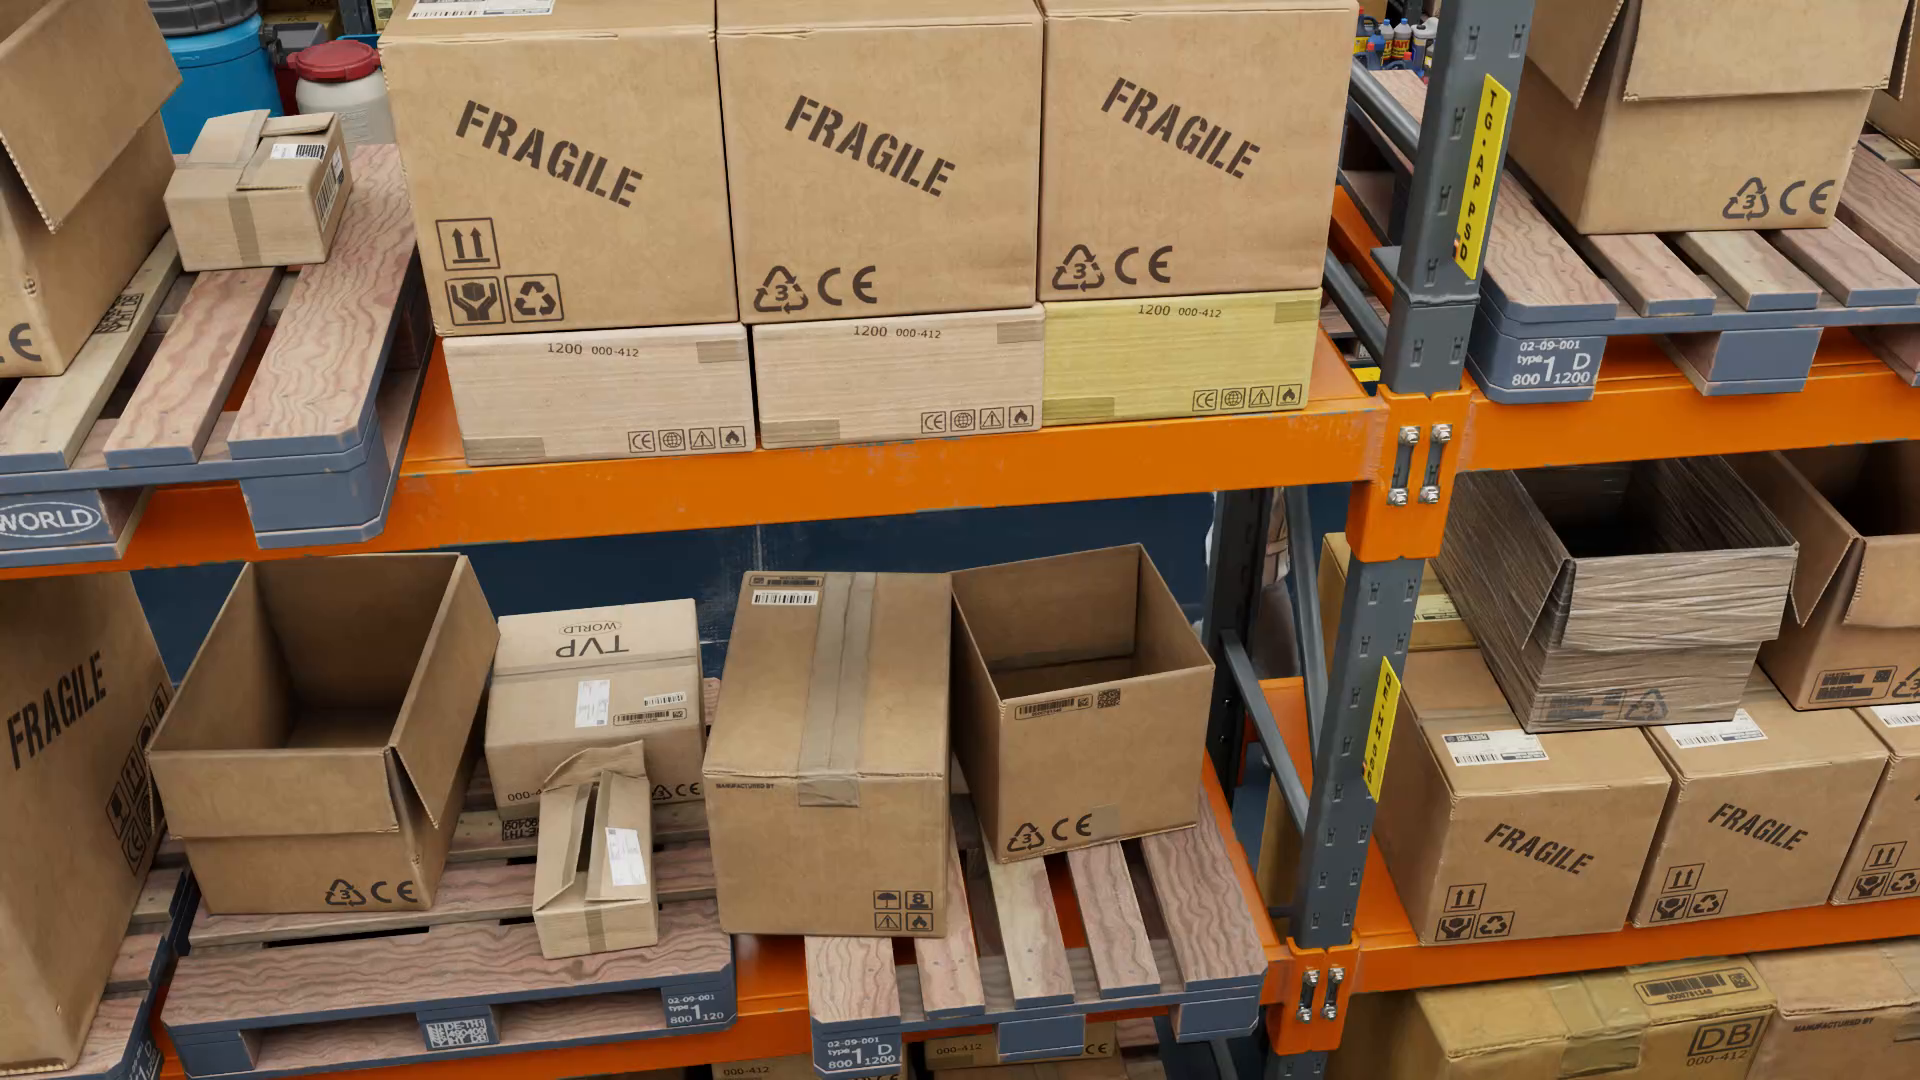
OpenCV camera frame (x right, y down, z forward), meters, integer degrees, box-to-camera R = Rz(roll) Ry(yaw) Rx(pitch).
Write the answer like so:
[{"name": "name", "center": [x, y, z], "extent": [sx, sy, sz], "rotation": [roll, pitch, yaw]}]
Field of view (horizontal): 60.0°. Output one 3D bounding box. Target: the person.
[{"name": "person", "center": [1.075, 0.084, 6.003], "extent": [0.787, 1.645, 0.463], "rotation": [5, 35, 7]}]
